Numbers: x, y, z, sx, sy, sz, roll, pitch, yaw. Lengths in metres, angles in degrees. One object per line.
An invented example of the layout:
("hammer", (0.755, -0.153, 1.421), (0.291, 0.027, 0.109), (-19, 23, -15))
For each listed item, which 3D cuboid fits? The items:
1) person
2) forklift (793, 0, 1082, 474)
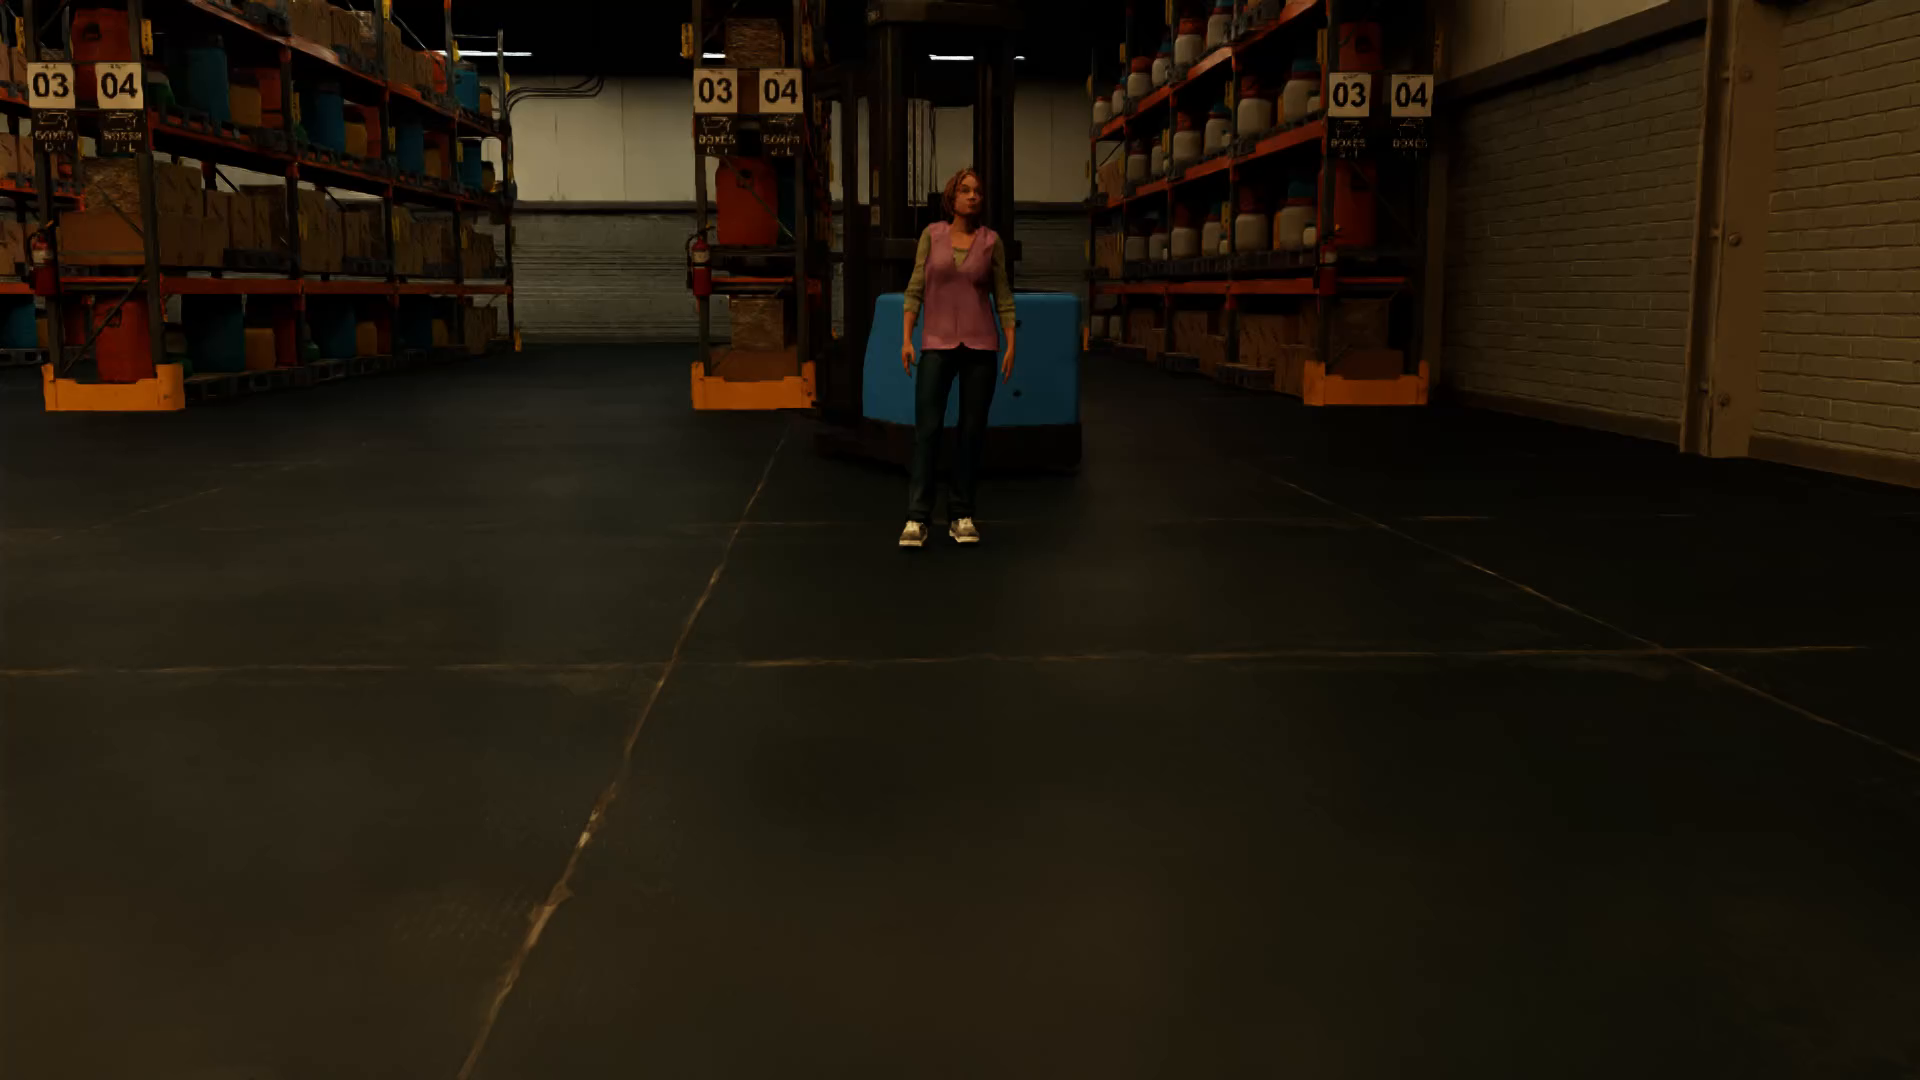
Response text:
("person", (-0.009, -0.784, 7.118), (0.520, 1.594, 0.474), (-1, 8, -4))
("forklift", (-0.323, -2.010, 10.866), (1.130, 2.935, 3.031), (-4, 9, -23))
